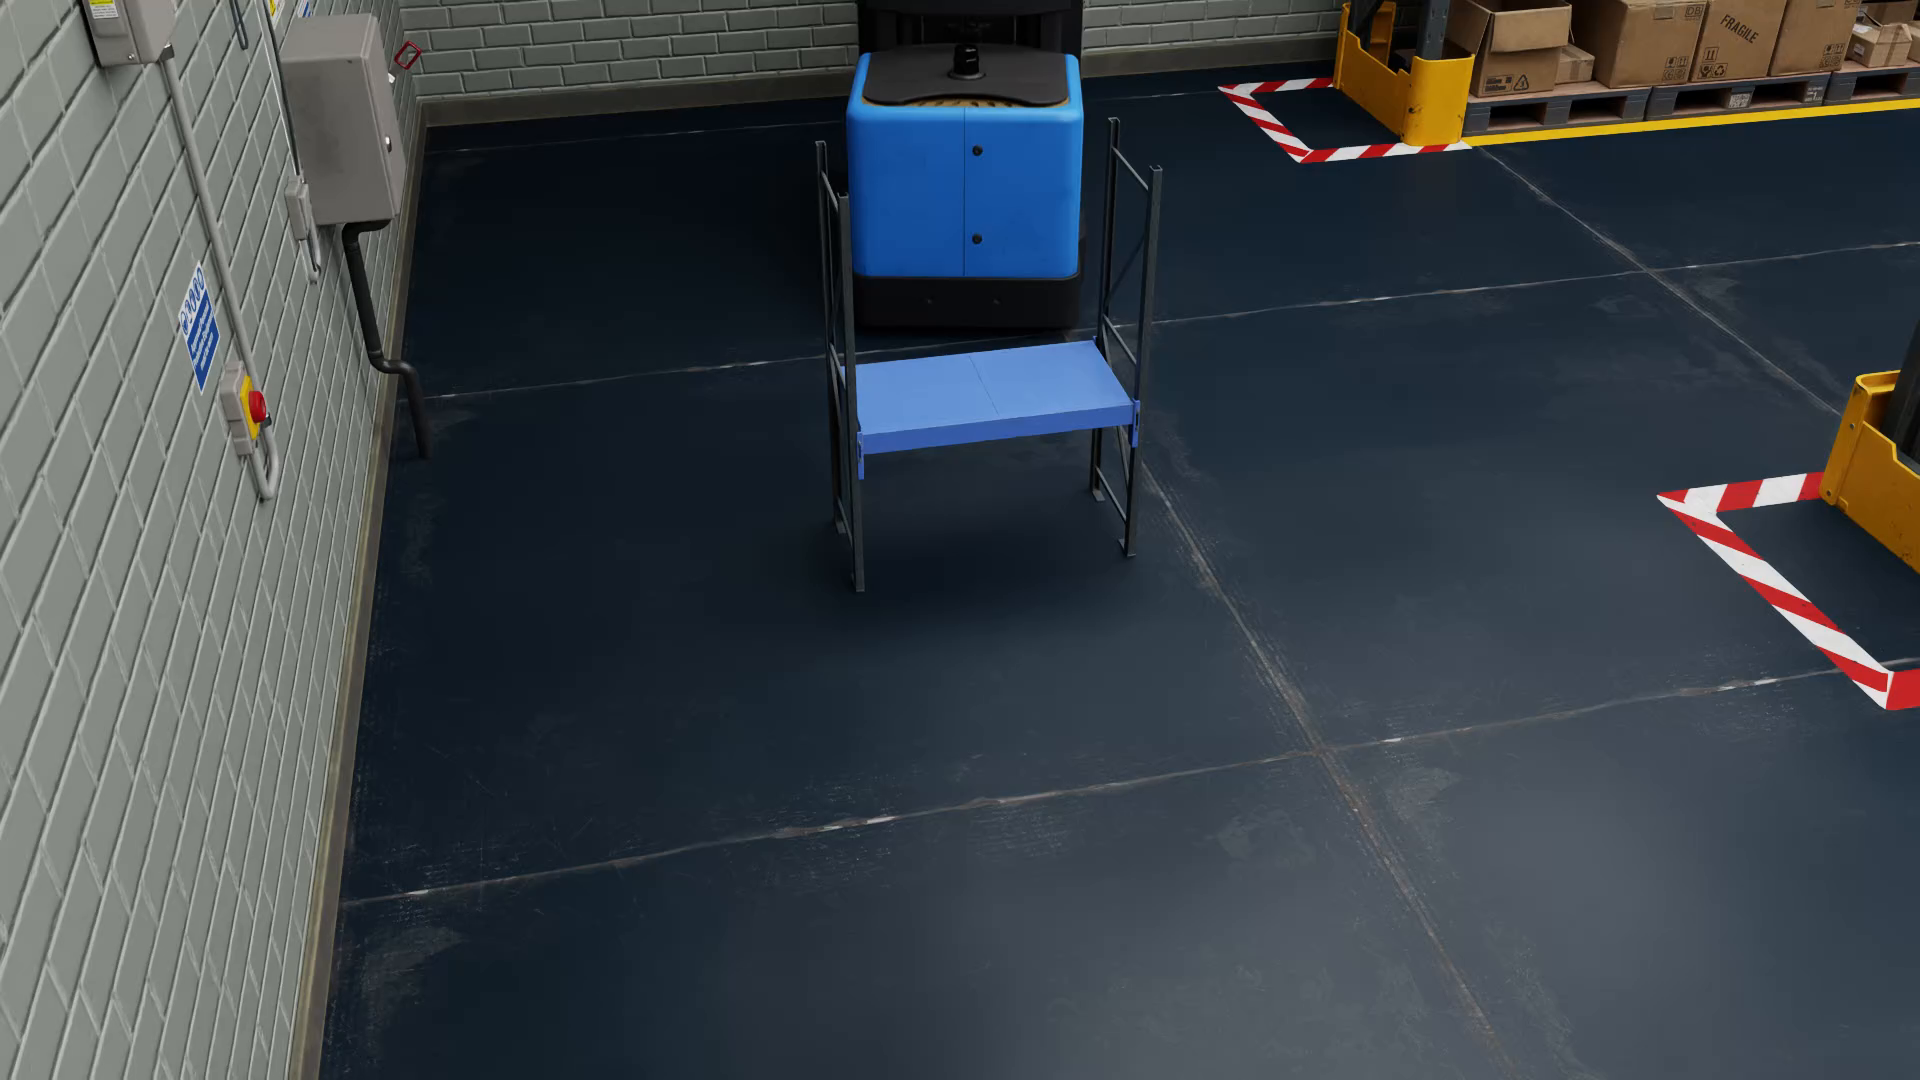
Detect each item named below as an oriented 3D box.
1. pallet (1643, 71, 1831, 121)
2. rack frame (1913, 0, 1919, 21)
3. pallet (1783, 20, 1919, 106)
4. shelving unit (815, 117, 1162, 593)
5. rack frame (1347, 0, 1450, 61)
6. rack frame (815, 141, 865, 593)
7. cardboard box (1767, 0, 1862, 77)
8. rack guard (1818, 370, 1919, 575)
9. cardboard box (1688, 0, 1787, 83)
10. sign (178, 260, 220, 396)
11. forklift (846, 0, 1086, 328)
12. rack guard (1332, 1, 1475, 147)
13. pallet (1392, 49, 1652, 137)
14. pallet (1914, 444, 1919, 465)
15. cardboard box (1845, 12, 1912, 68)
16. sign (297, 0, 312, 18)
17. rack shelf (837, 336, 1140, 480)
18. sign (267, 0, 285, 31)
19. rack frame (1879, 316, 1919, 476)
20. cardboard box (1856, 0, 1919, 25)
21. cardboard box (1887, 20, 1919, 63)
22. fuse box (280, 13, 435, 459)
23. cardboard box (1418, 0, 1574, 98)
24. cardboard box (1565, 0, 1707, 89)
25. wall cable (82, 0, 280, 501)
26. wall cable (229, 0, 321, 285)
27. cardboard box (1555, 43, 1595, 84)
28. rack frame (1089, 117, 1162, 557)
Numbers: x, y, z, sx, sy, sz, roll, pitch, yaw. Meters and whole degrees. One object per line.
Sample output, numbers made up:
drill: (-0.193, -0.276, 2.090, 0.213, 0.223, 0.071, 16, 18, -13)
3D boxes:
pallet: (4.611, -2.948, 10.454, 1.213, 0.211, 1.003, -7, 35, -11)
rack frame: (6.473, -4.342, 10.028, 0.127, 3.000, 1.000, -7, 35, -11)
pallet: (5.803, -3.100, 10.681, 1.213, 0.211, 1.003, -7, 35, -11)
shelving unit: (0.083, -0.633, 5.848, 1.048, 1.500, 0.538, -7, 35, -11)
rack frame: (2.572, -3.850, 9.296, 0.127, 3.000, 1.000, -7, 35, -11)
rack frame: (-0.413, -0.571, 5.755, 0.032, 1.500, 0.500, -7, 35, -11)
cardboard box: (5.044, -3.222, 10.226, 0.500, 0.500, 0.700, -8, 35, -12)
rack guard: (3.647, -0.112, 5.968, 0.348, 0.500, 1.175, -7, 35, -11)
cardboard box: (4.570, -3.105, 10.052, 0.500, 0.500, 0.500, -7, 34, -10)
sign: (-1.873, -0.526, 4.099, 0.001, 0.218, 0.327, -7, 35, -11)
forklift: (0.056, -2.970, 8.046, 1.130, 2.935, 3.031, 1, 34, 1)
rack guard: (2.646, -2.822, 10.006, 0.348, 0.500, 1.175, -7, 35, -11)
pallet: (3.424, -2.800, 10.234, 1.213, 0.211, 1.003, -7, 35, -11)
pallet: (4.433, -0.136, 6.263, 1.213, 0.211, 1.003, -7, 35, -11)
cardboard box: (5.647, -3.109, 10.268, 0.258, 0.266, 0.396, -6, 34, -9)
sign: (-2.456, -1.810, 6.341, 0.001, 0.494, 0.329, -7, 35, -11)
rack shelf: (0.083, -0.484, 5.948, 1.000, 0.185, 0.538, -7, 35, -11)
sign: (-2.335, -1.894, 5.640, 0.001, 0.242, 0.339, -7, 35, -11)
rack frame: (3.671, -1.153, 5.276, 0.127, 3.000, 1.000, -7, 35, -11)
cardboard box: (5.777, -3.447, 10.731, 0.500, 0.311, 0.500, -6, 34, -9)
cardboard box: (5.995, -3.105, 10.366, 0.250, 0.149, 0.380, -8, 35, -12)
fuse box: (-2.145, -1.072, 6.312, 0.414, 1.711, 0.539, -7, 35, -11)
cardboard box: (3.190, -3.012, 9.910, 0.637, 0.503, 0.797, -9, 35, -12)
cardboard box: (4.032, -3.094, 10.036, 0.500, 0.500, 0.700, -6, 34, -9)
wall cable: (-1.824, -0.882, 3.933, 0.123, 1.953, 0.585, -7, 35, -11)
wall cable: (-2.148, -1.638, 5.088, 0.122, 1.984, 0.588, -7, 35, -11)
cardboard box: (3.612, -2.896, 10.055, 0.250, 0.149, 0.380, -9, 35, -12)
rack frame: (0.579, -0.696, 5.941, 0.032, 1.500, 0.500, -7, 35, -11)
